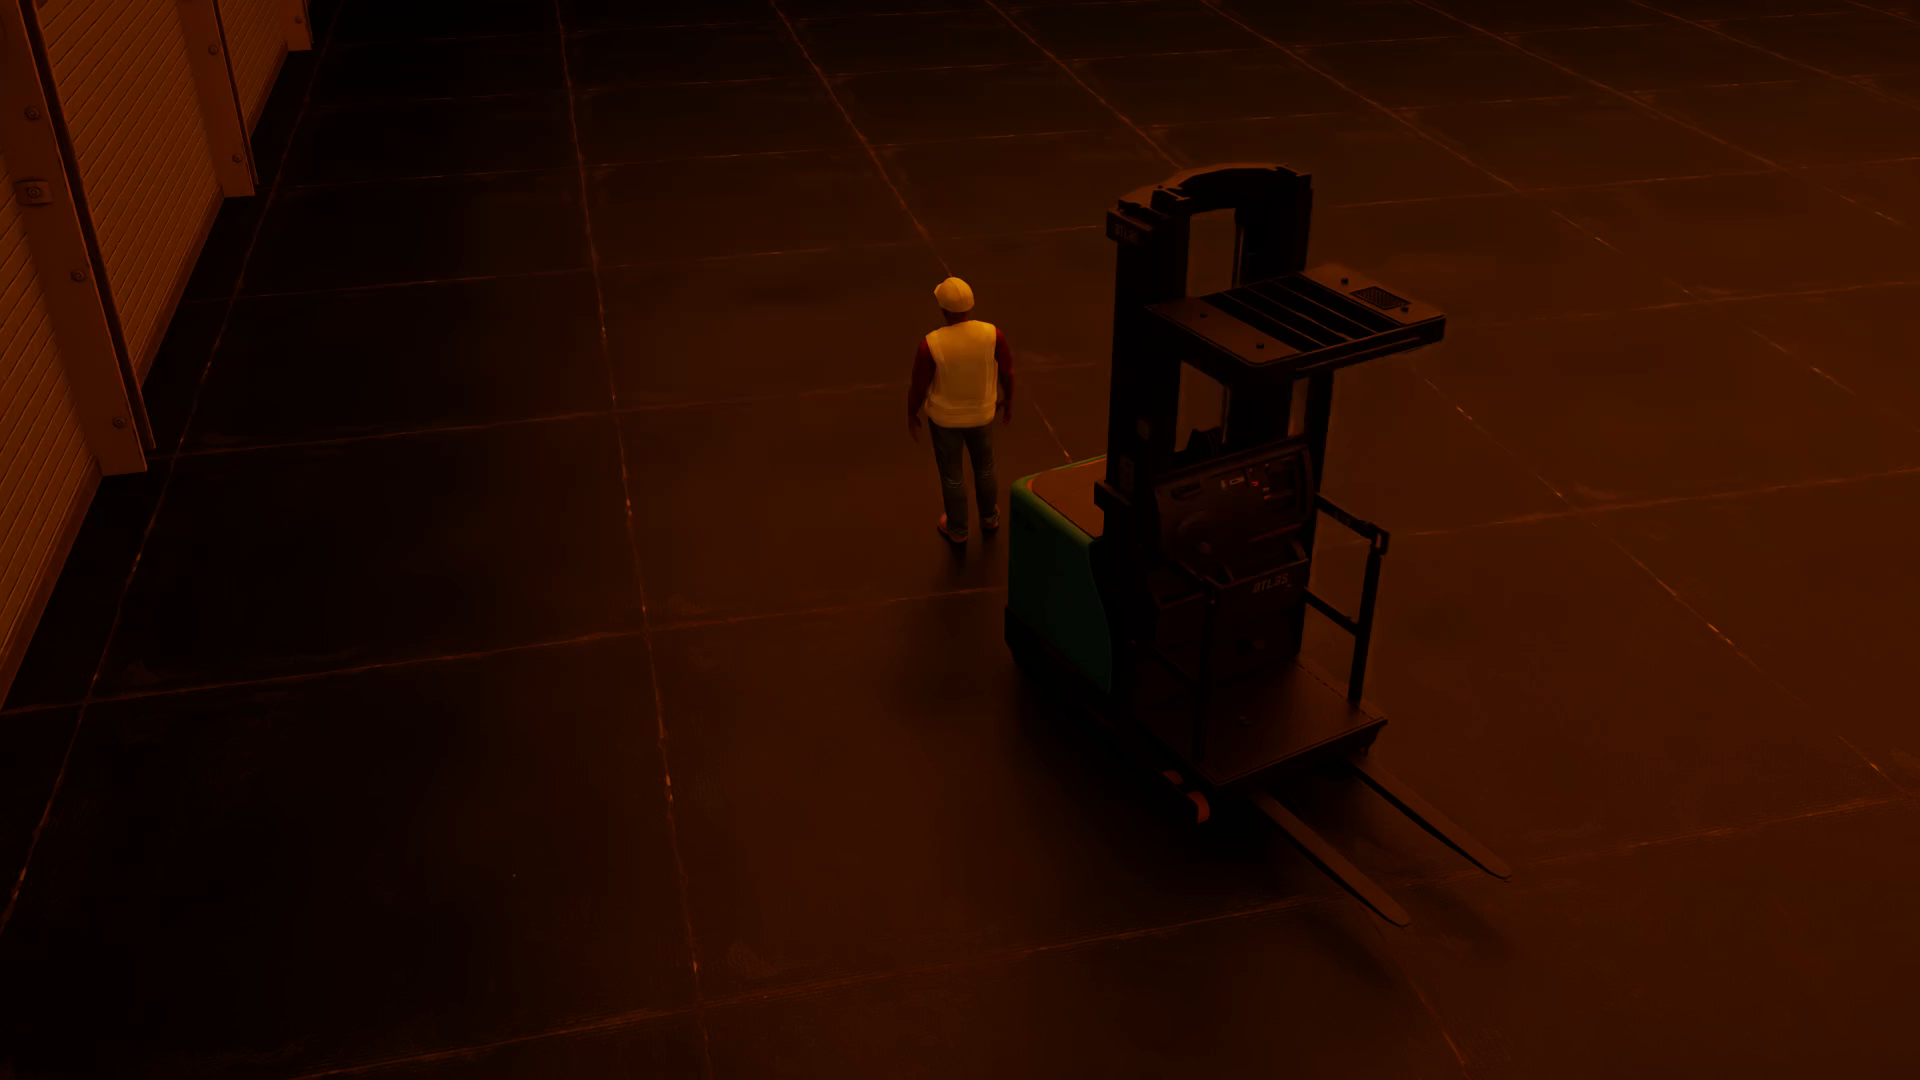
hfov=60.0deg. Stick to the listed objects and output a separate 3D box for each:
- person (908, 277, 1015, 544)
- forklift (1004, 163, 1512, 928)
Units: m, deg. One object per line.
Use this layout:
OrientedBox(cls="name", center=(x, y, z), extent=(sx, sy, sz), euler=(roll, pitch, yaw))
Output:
OrientedBox(cls="person", center=(-0.010, -0.805, 10.113), extent=(0.665, 1.765, 0.577), euler=(-7, 31, -12))
OrientedBox(cls="forklift", center=(1.429, -0.145, 7.825), extent=(1.130, 2.935, 3.031), euler=(-16, 34, -26))
